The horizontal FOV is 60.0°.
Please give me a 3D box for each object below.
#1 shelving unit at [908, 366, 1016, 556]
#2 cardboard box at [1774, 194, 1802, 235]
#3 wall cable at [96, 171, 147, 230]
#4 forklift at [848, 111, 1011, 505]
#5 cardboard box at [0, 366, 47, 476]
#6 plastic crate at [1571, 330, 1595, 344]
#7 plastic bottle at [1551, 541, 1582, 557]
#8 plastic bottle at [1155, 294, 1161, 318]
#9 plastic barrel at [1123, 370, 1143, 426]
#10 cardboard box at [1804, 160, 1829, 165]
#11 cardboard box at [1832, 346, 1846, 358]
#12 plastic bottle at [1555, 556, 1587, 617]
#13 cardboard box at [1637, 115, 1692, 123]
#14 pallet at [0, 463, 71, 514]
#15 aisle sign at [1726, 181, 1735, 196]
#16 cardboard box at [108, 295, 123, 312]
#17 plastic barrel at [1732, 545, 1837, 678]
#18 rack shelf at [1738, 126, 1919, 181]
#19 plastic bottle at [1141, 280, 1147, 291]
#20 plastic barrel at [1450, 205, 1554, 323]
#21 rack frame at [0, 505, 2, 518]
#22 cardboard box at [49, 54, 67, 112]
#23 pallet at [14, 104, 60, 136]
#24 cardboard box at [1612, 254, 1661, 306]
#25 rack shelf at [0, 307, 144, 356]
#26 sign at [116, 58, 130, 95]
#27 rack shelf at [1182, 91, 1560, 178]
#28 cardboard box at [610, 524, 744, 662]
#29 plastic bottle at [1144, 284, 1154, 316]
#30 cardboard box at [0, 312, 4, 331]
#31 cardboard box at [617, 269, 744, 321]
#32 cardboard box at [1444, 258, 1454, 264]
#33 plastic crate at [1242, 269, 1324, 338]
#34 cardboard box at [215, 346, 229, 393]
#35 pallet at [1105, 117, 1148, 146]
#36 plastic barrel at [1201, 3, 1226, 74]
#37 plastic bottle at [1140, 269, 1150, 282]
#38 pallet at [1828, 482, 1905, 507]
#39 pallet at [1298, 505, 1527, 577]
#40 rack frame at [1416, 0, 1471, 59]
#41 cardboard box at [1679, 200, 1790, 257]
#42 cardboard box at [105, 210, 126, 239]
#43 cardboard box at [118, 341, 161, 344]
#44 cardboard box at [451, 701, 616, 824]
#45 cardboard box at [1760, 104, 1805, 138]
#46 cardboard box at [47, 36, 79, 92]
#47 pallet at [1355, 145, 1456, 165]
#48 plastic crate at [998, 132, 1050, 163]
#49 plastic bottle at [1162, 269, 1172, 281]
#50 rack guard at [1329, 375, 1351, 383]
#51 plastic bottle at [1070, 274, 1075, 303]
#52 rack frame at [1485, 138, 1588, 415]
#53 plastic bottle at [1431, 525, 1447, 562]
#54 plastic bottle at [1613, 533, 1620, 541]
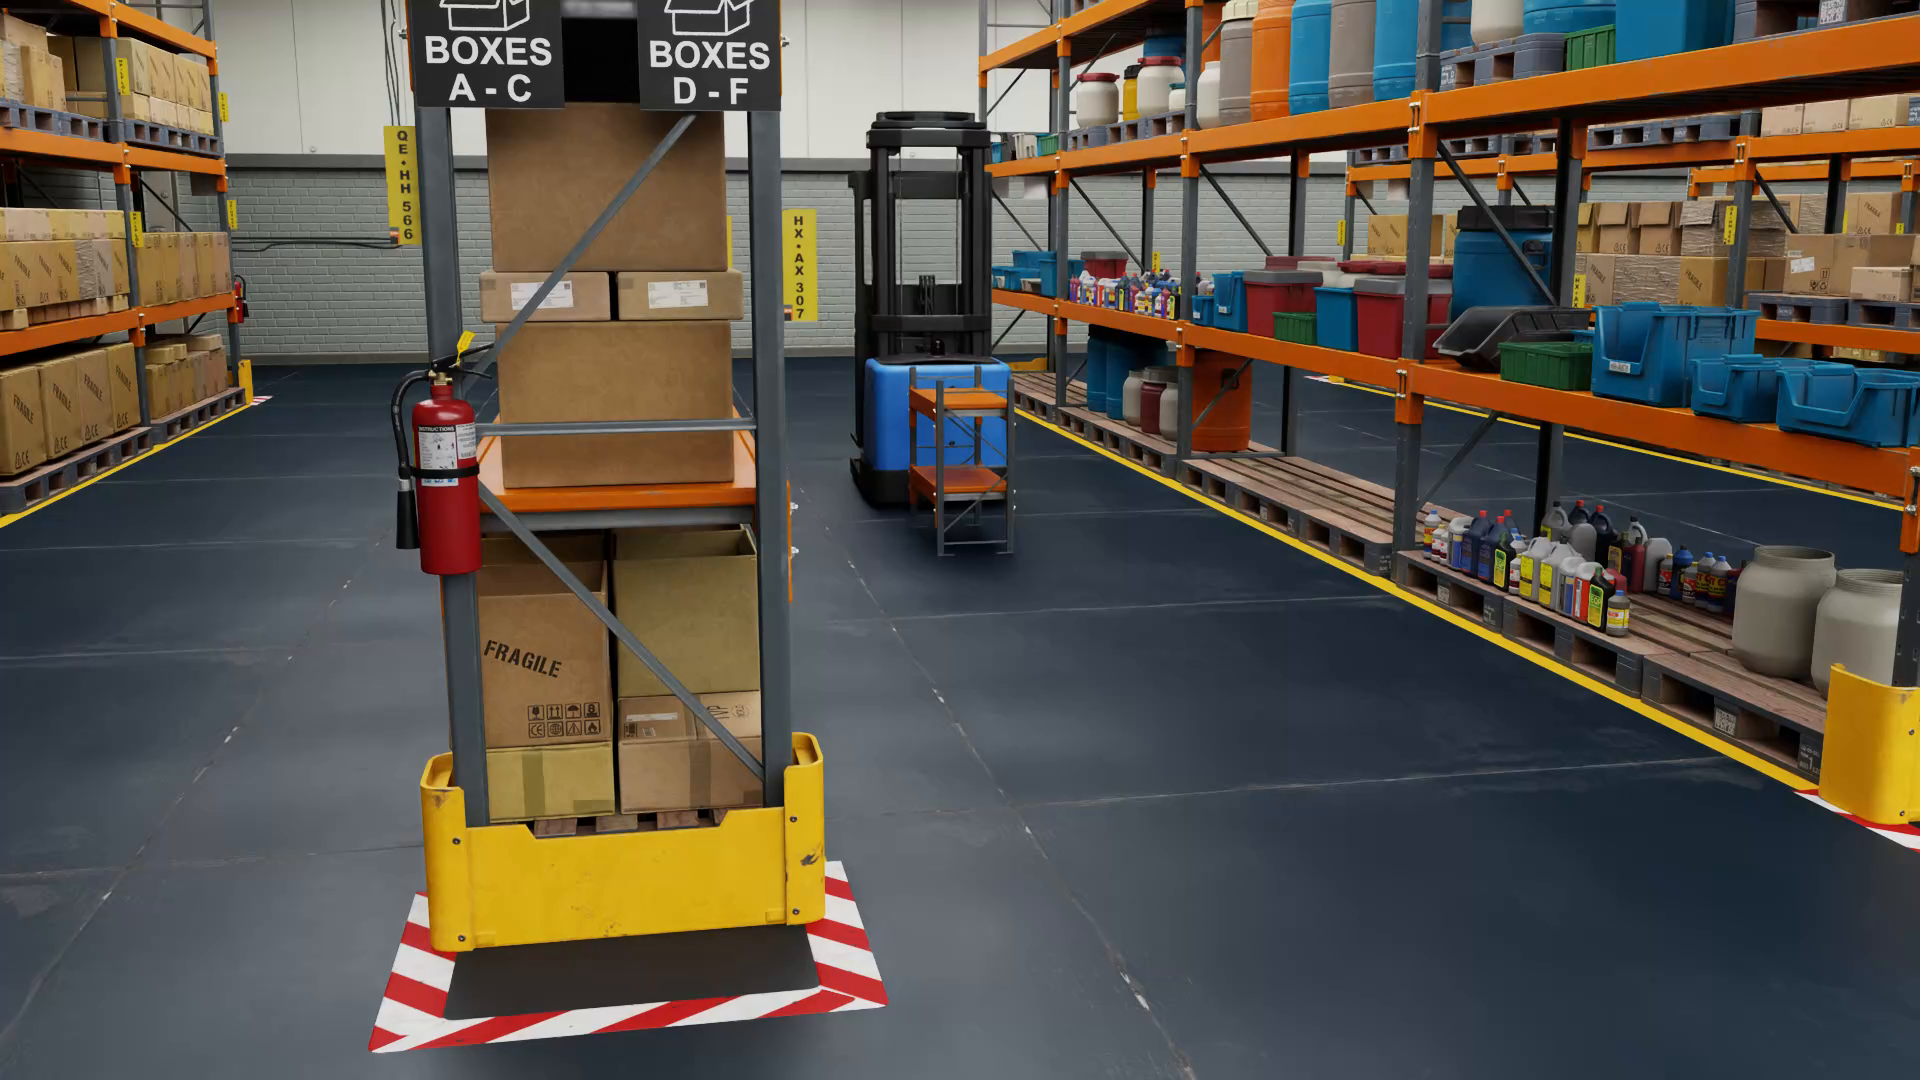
[{"bbox_3d":[-0.001,-0.554,11.098,0.538,1.125,1.048,-2,11,-11],"label":"shelving unit"},{"bbox_3d":[10.588,-4.092,20.934,0.500,0.500,0.500,-2,11,-13],"label":"cardboard box"},{"bbox_3d":[-10.163,-3.776,20.298,0.084,1.984,1.851,-2,11,-11],"label":"wall cable"},{"bbox_3d":[-0.324,-1.935,13.523,1.130,2.935,3.031,-2,11,-8],"label":"forklift"},{"bbox_3d":[-7.444,-0.900,12.526,0.750,0.750,0.750,-2,11,-12],"label":"cardboard box"},{"bbox_3d":[3.547,-0.970,8.669,0.499,0.251,0.616,-2,11,-11],"label":"plastic crate"},{"bbox_3d":[3.076,0.151,8.487,0.152,0.276,0.135,-2,11,-11],"label":"plastic bottle"},{"bbox_3d":[1.722,-2.013,14.281,0.097,0.201,0.097,0,11,0],"label":"plastic bottle"},{"bbox_3d":[1.759,-1.351,15.801,0.421,0.512,0.421,0,11,0],"label":"plastic barrel"},{"bbox_3d":[10.708,-4.711,20.302,0.500,0.250,0.500,-2,11,-12],"label":"cardboard box"},{"bbox_3d":[10.785,-2.290,20.117,0.380,0.149,0.250,-2,11,-12],"label":"cardboard box"},{"bbox_3d":[3.008,0.226,8.096,0.152,0.276,0.135,-2,11,-13],"label":"plastic bottle"},{"bbox_3d":[6.703,-4.143,15.530,0.500,0.500,0.500,-2,11,-8],"label":"cardboard box"},{"bbox_3d":[-7.509,-0.387,12.666,1.003,0.211,1.213,-2,11,-11],"label":"pallet"},{"bbox_3d":[10.755,-5.080,22.914,0.394,0.787,0.004,-2,11,-11],"label":"aisle sign"},{"bbox_3d":[-7.792,-2.133,14.997,0.380,0.149,0.250,-2,11,-10],"label":"cardboard box"},{"bbox_3d":[3.543,0.303,7.111,0.421,0.512,0.421,0,11,0],"label":"plastic barrel"},{"bbox_3d":[7.535,-2.903,12.330,1.077,0.370,4.000,-2,11,-11],"label":"rack shelf"},{"bbox_3d":[1.674,-2.220,15.150,0.061,0.283,0.133,-2,11,-11],"label":"plastic bottle"},{"bbox_3d":[3.288,-1.564,10.053,0.600,0.901,0.708,-2,11,-11],"label":"plastic barrel"},{"bbox_3d":[-7.430,-1.610,11.631,1.000,3.000,0.127,-2,11,-11],"label":"rack frame"},{"bbox_3d":[-8.145,-3.917,14.285,0.700,0.500,0.500,-3,11,-14],"label":"cardboard box"},{"bbox_3d":[-7.828,-3.312,13.055,1.003,0.211,1.213,-2,11,-8],"label":"pallet"},{"bbox_3d":[6.612,-2.467,15.870,0.500,0.500,0.500,-2,11,-13],"label":"cardboard box"},{"bbox_3d":[-7.819,-1.623,13.625,1.077,0.370,4.000,-2,11,-11],"label":"rack shelf"},{"bbox_3d":[-7.678,-4.247,15.240,0.100,0.325,0.005,-2,11,-11],"label":"sign"},{"bbox_3d":[2.677,-2.723,11.383,1.077,0.370,4.000,-2,11,-11],"label":"rack shelf"},{"bbox_3d":[-1.111,0.164,6.540,0.500,0.500,0.500,-2,11,-11],"label":"cardboard box"},{"bbox_3d":[1.666,-2.101,14.556,0.097,0.271,0.097,0,11,0],"label":"plastic bottle"},{"bbox_3d":[-7.307,-1.611,12.259,0.380,0.149,0.250,-2,11,-10],"label":"cardboard box"},{"bbox_3d":[-0.881,-0.771,5.221,0.380,0.149,0.250,-2,11,-11],"label":"cardboard box"},{"bbox_3d":[5.922,-3.122,19.184,0.500,0.250,0.500,-2,11,-9],"label":"cardboard box"},{"bbox_3d":[2.302,-1.694,11.902,0.402,0.464,0.583,-2,11,-11],"label":"plastic crate"},{"bbox_3d":[-8.752,-1.930,18.879,0.700,0.500,0.500,-2,11,-11],"label":"cardboard box"},{"bbox_3d":[1.982,-3.736,15.286,1.003,0.211,1.213,-2,11,-11],"label":"pallet"},{"bbox_3d":[2.180,-3.965,13.711,0.600,0.830,0.708,-2,11,-11],"label":"plastic barrel"},{"bbox_3d":[1.868,-2.517,16.532,0.144,0.351,0.185,-2,11,-11],"label":"plastic bottle"},{"bbox_3d":[7.531,-0.413,12.804,1.003,0.211,1.213,-2,11,-11],"label":"pallet"},{"bbox_3d":[2.875,-0.009,10.679,1.003,0.211,1.213,-2,11,-11],"label":"pallet"},{"bbox_3d":[3.066,-4.183,9.108,1.000,3.000,0.127,-2,11,-11],"label":"rack frame"},{"bbox_3d":[7.020,-2.827,15.075,0.797,0.503,0.637,-2,11,-9],"label":"cardboard box"},{"bbox_3d":[-7.866,-2.840,14.975,0.500,0.250,0.500,-2,11,-10],"label":"cardboard box"},{"bbox_3d":[-8.724,-2.032,17.679,0.380,0.149,0.250,-2,11,-10],"label":"cardboard box"},{"bbox_3d":[-1.410,0.734,5.550,0.500,0.250,0.500,-2,11,-11],"label":"cardboard box"},{"bbox_3d":[6.988,-3.454,13.702,0.500,0.250,0.500,-2,11,-10],"label":"cardboard box"},{"bbox_3d":[-8.573,-4.487,15.729,0.500,0.500,0.500,-2,11,-11],"label":"cardboard box"},{"bbox_3d":[5.745,-4.912,21.194,1.003,0.211,1.213,-2,11,-11],"label":"pallet"},{"bbox_3d":[0.759,-4.590,19.433,0.504,0.338,0.767,-2,11,-11],"label":"plastic crate"},{"bbox_3d":[2.046,-2.489,16.382,0.144,0.351,0.185,-2,11,-11],"label":"plastic bottle"},{"bbox_3d":[5.586,-2.394,22.436,1.175,0.500,0.348,-2,11,-11],"label":"rack guard"},{"bbox_3d":[1.163,-2.563,16.954,0.061,0.283,0.133,-2,11,-11],"label":"plastic bottle"},{"bbox_3d":[6.368,-2.884,18.325,1.000,3.000,0.127,-2,11,-11],"label":"rack frame"},{"bbox_3d":[2.718,0.015,9.401,0.097,0.201,0.097,0,11,0],"label":"plastic bottle"},{"bbox_3d":[3.584,0.053,8.983,0.061,0.283,0.133,-1,11,-7],"label":"plastic bottle"}]
